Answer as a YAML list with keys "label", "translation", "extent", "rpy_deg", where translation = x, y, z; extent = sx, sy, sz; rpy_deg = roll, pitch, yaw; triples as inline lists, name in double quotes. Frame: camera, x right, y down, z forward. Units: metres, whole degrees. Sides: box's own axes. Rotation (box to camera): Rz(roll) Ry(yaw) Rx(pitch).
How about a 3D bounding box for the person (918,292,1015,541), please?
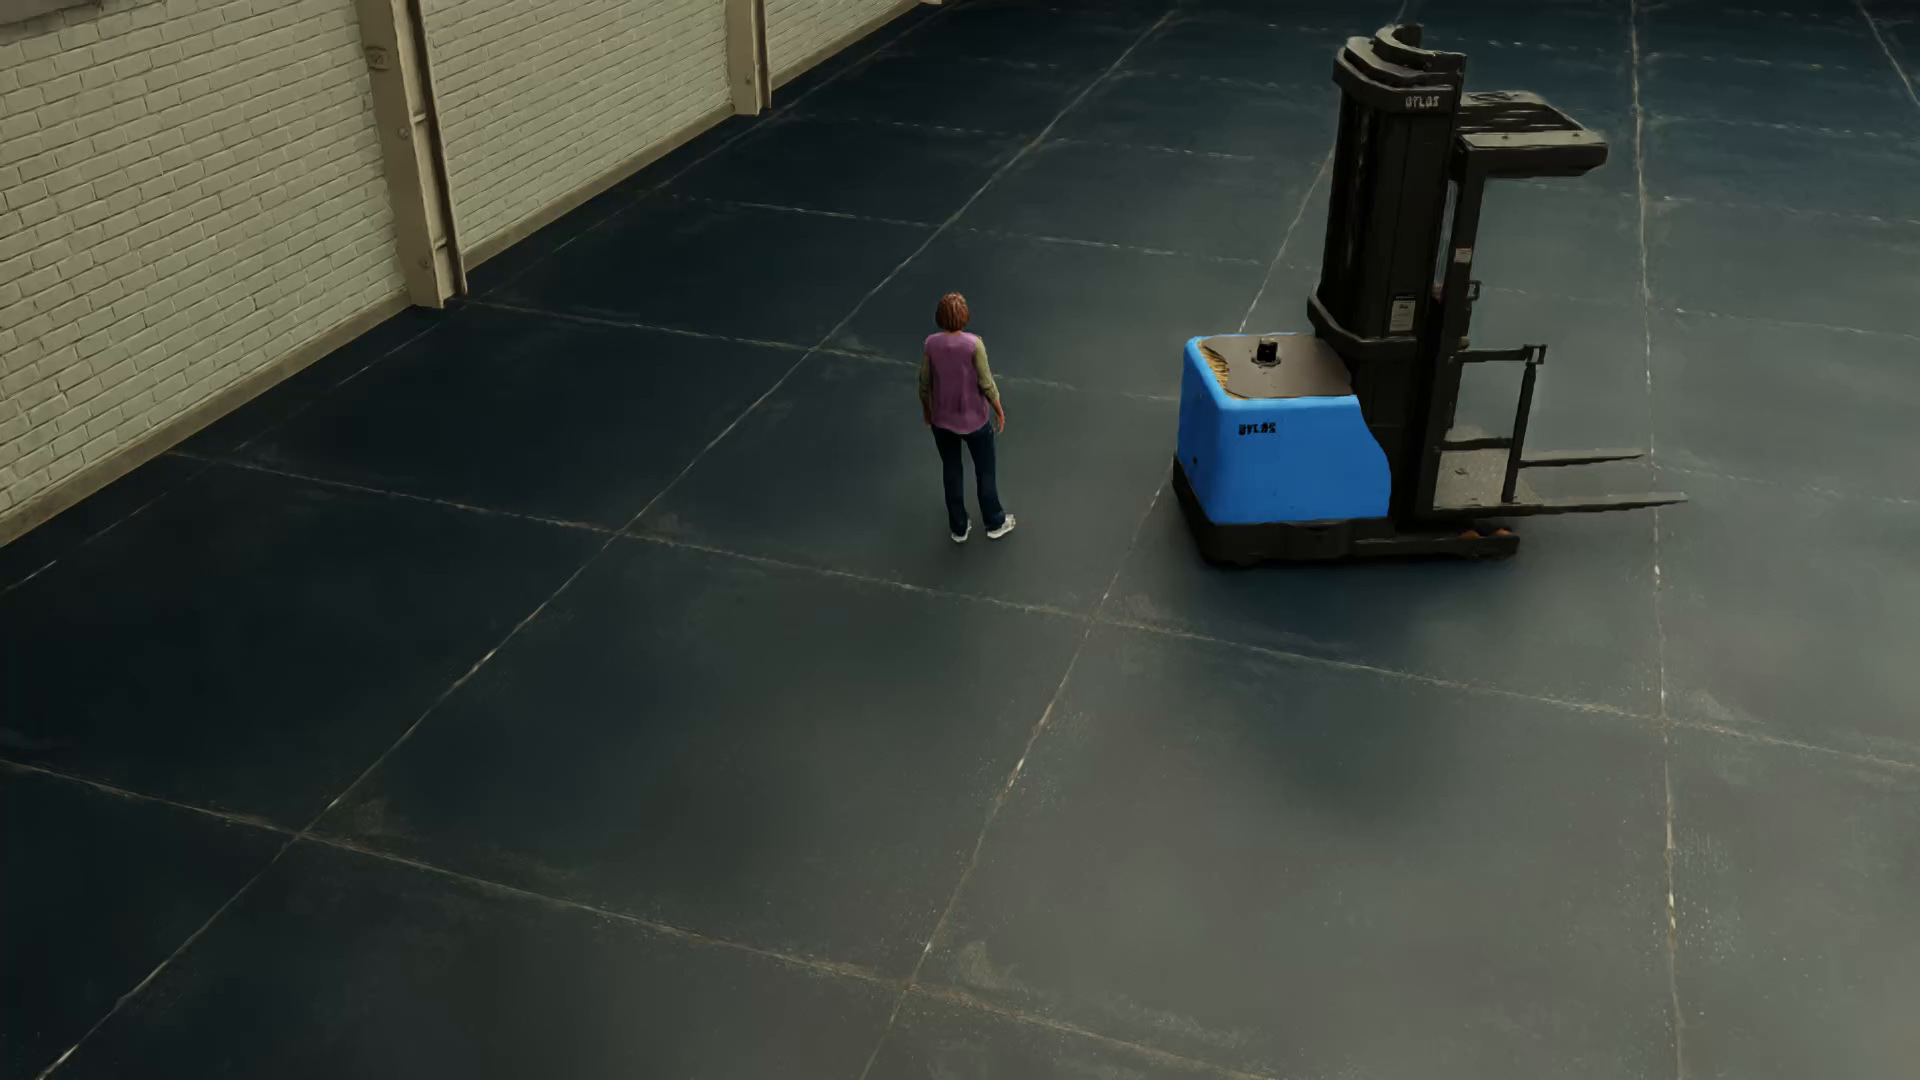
- label: "person"
  translation: [0.037, -0.733, 9.754]
  extent: [0.520, 1.597, 0.474]
  rpy_deg: [10, 31, 16]

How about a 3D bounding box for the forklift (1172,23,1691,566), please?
- label: "forklift"
  translation: [2.897, -1.417, 9.623]
  extent: [3.031, 2.935, 1.130]
  rpy_deg: [-3, 30, -5]
